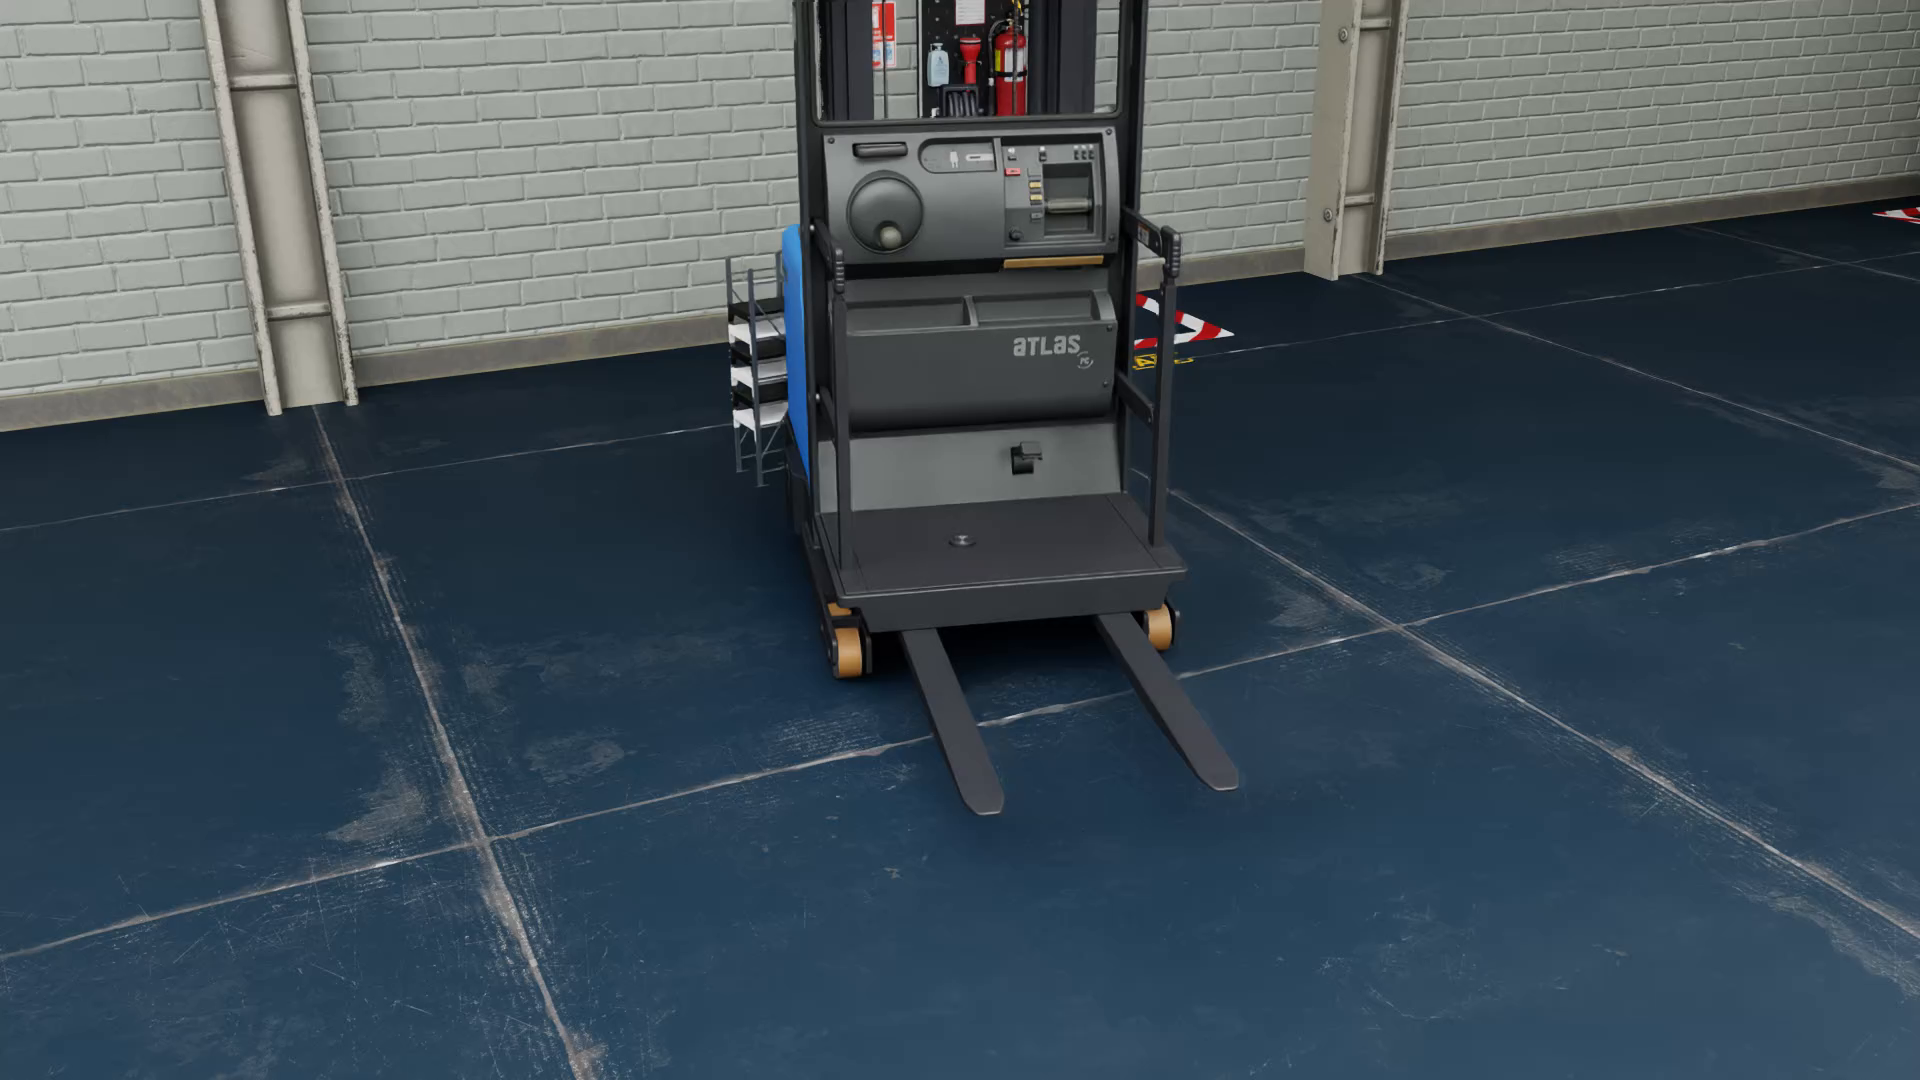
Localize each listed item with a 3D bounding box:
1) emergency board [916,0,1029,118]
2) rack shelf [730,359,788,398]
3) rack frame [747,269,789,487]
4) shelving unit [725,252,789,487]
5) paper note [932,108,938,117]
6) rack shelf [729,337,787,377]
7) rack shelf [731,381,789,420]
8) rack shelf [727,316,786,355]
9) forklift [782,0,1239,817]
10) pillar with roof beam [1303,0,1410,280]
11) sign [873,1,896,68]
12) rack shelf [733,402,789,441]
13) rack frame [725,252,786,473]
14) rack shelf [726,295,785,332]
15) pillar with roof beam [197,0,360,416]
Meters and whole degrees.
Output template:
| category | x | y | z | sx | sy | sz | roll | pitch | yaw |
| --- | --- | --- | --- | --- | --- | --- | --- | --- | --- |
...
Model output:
| category | x | y | z | sx | sy | sz | roll | pitch | yaw |
| --- | --- | --- | --- | --- | --- | --- | --- | --- | --- |
| emergency board | 0.106 | -2.640 | 8.706 | 0.643 | 1.169 | 0.194 | -10 | 25 | -24 |
| rack shelf | -0.773 | -0.657 | 6.747 | 0.258 | 0.077 | 0.200 | -13 | 26 | -29 |
| rack frame | -0.719 | -0.655 | 6.655 | 0.240 | 0.900 | 0.006 | -13 | 26 | -29 |
| shelving unit | -0.773 | -0.688 | 6.734 | 0.258 | 0.900 | 0.210 | -13 | 26 | -29 |
| paper note | -0.083 | -2.228 | 8.861 | 0.142 | 0.148 | 0.016 | -10 | 25 | -24 |
| rack shelf | -0.773 | -0.740 | 6.713 | 0.258 | 0.077 | 0.200 | -13 | 26 | -29 |
| rack shelf | -0.773 | -0.574 | 6.782 | 0.258 | 0.077 | 0.200 | -13 | 26 | -29 |
| rack shelf | -0.773 | -0.823 | 6.678 | 0.258 | 0.077 | 0.200 | -13 | 26 | -29 |
| forklift | 0.085 | -1.071 | 5.006 | 1.130 | 2.935 | 3.031 | -4 | 23 | -10 |
| pillar with roof beam | 4.216 | -4.325 | 4.933 | 0.400 | 9.000 | 9.100 | -10 | 25 | -24 |
| sign | -0.437 | -2.601 | 8.564 | 0.234 | 0.329 | 0.001 | -10 | 25 | -24 |
| rack shelf | -0.773 | -0.490 | 6.816 | 0.258 | 0.077 | 0.200 | -13 | 26 | -29 |
| rack frame | -0.827 | -0.720 | 6.814 | 0.240 | 0.900 | 0.006 | -13 | 26 | -29 |
| rack shelf | -0.773 | -0.906 | 6.644 | 0.258 | 0.077 | 0.200 | -13 | 26 | -29 |
| pillar with roof beam | -1.190 | -3.330 | 2.529 | 0.400 | 9.000 | 9.100 | -10 | 25 | -24 |
